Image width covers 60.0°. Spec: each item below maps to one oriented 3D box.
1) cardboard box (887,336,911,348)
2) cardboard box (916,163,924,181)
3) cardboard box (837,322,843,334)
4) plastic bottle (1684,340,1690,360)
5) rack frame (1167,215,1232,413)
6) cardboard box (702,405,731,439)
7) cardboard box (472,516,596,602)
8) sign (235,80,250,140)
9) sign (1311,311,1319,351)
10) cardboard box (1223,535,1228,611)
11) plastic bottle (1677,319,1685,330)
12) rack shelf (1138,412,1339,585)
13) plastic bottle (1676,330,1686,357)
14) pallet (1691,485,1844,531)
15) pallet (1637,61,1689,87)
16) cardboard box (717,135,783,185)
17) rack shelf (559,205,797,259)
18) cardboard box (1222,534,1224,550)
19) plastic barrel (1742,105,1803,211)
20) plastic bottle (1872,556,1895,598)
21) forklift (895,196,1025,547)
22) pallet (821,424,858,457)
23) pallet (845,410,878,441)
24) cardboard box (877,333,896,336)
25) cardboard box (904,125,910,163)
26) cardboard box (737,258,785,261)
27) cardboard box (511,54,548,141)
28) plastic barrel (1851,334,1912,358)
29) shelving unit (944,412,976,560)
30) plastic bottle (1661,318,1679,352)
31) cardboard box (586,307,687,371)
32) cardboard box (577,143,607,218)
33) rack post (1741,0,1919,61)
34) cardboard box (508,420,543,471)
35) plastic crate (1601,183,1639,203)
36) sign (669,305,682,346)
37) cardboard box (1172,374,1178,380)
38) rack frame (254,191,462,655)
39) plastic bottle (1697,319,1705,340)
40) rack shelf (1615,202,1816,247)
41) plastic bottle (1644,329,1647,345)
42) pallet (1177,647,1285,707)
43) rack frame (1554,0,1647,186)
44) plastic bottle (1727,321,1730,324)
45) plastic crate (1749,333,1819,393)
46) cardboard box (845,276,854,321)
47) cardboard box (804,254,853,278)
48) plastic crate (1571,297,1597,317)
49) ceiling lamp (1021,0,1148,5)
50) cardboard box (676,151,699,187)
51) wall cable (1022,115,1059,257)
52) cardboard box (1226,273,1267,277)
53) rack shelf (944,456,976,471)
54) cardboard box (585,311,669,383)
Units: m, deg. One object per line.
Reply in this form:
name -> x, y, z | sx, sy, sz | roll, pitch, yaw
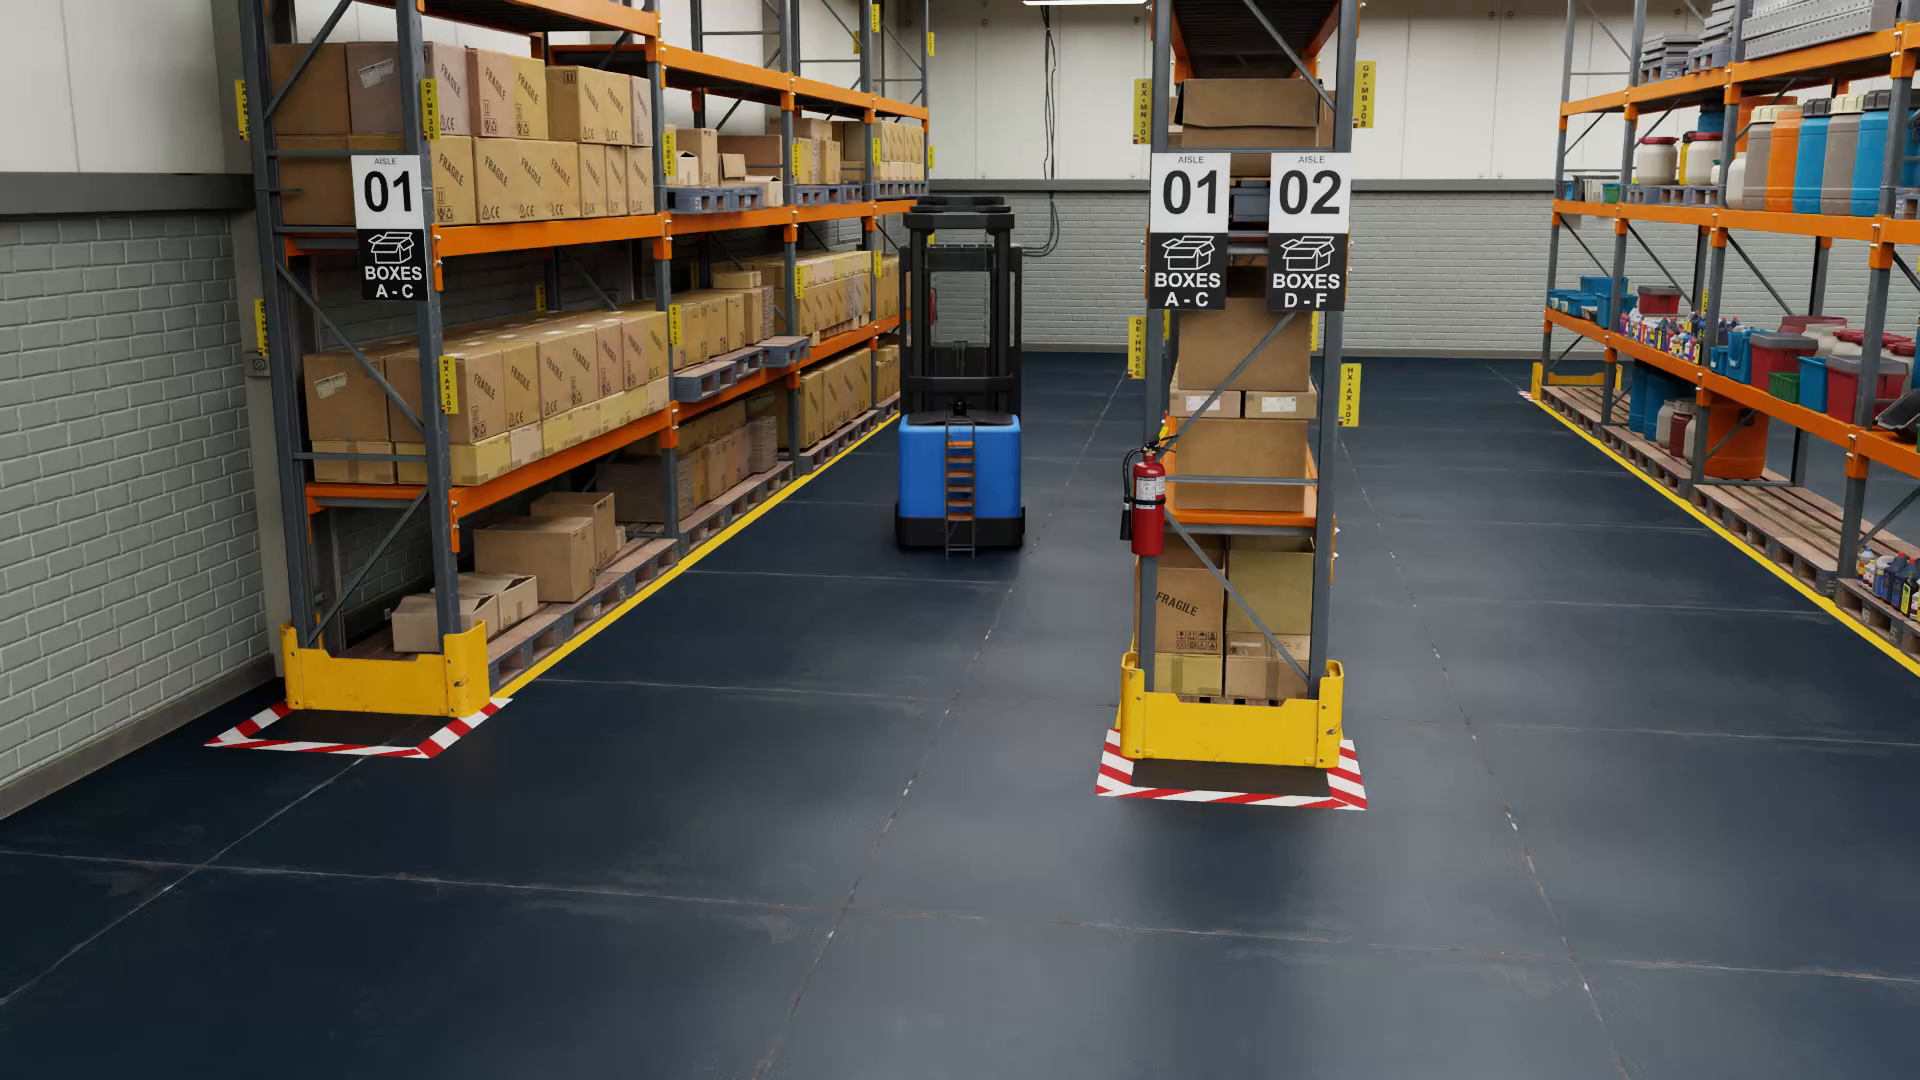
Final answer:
cardboard box -> -0.850, -2.865, 24.064 | 0.380, 0.149, 0.250 | 2, 12, 10
cardboard box -> -0.813, -5.285, 23.900 | 0.500, 0.250, 0.500 | 2, 12, 10
cardboard box -> -1.589, -2.511, 19.574 | 0.380, 0.149, 0.250 | 2, 12, 7
plastic bottle -> 7.323, -1.906, 16.687 | 0.097, 0.201, 0.097 | 0, 12, 0
rack frame -> 2.087, -1.142, 12.670 | 1.000, 3.000, 0.127 | 2, 12, 9
cardboard box -> -2.476, -1.118, 15.671 | 0.500, 0.250, 0.500 | 2, 12, 8
cardboard box -> -2.978, 0.127, 11.671 | 0.700, 0.500, 0.500 | 1, 12, 5
sign -> -3.969, -2.390, 9.241 | 0.100, 0.325, 0.005 | 2, 12, 9
sign -> 2.636, -1.586, 12.489 | 0.100, 0.325, 0.005 | 2, 12, 9
cardboard box -> 1.913, 0.150, 10.426 | 0.500, 0.500, 0.500 | 2, 12, 9
plastic bottle -> 8.344, -2.456, 19.242 | 0.097, 0.201, 0.097 | 0, 12, 0
rack shelf -> 1.779, -0.374, 10.814 | 1.077, 0.370, 4.000 | 2, 12, 9
plastic bottle -> 7.368, -2.001, 16.962 | 0.097, 0.271, 0.097 | 0, 12, 0
pallet -> 7.439, -0.290, 15.337 | 1.003, 0.211, 1.213 | 2, 12, 9
pallet -> 8.114, -5.117, 18.276 | 1.003, 0.211, 1.213 | 2, 12, 9
cardboard box -> -2.177, -3.965, 17.371 | 0.700, 0.500, 0.500 | 1, 12, 4
rack shelf -> -2.501, -2.832, 15.103 | 1.077, 0.370, 4.000 | 2, 12, 9
cardboard box -> 1.864, -0.098, 13.360 | 0.500, 0.250, 0.500 | 2, 12, 8
plastic barrel -> 7.255, -3.360, 14.656 | 0.600, 0.901, 0.600 | 0, 12, 0
plastic bottle -> 6.476, 0.256, 11.604 | 0.152, 0.276, 0.135 | 2, 12, 11
forklift -> 0.005, -1.631, 15.104 | 1.130, 2.935, 3.031 | 0, 12, 0
pallet -> -1.807, -1.186, 19.494 | 1.003, 0.211, 1.213 | 2, 12, 9
pallet -> -1.622, -1.440, 20.676 | 1.003, 0.211, 1.213 | 2, 12, 9
cardboard box -> -1.150, -2.983, 24.613 | 0.380, 0.149, 0.250 | 2, 12, 9
cardboard box -> -0.965, -5.439, 22.834 | 0.500, 0.500, 0.500 | 1, 12, 6
cardboard box -> -2.214, -3.022, 18.624 | 0.500, 0.250, 0.500 | 2, 12, 7
cardboard box -> -2.929, -2.765, 10.423 | 0.500, 0.500, 0.500 | 2, 12, 10
plastic barrel -> 7.458, -1.391, 13.508 | 0.433, 0.535, 0.433 | 0, 12, 0
shelving unit -> 0.002, -0.445, 13.708 | 0.258, 1.200, 0.189 | 0, 12, 0
plastic bottle -> 7.478, -2.157, 17.497 | 0.144, 0.351, 0.185 | 2, 12, 9
cardboard box -> -2.696, -1.670, 13.841 | 0.700, 0.500, 0.500 | 2, 12, 9
cardboard box -> -2.780, -2.492, 11.530 | 0.500, 0.500, 0.500 | 1, 12, 6
rack post -> 7.199, -4.423, 13.184 | 1.013, 1.000, 3.121 | 2, 12, 9
cardboard box -> -2.969, -0.605, 10.489 | 0.500, 0.250, 0.500 | 1, 12, 7
plastic crate -> 8.036, -4.230, 20.278 | 0.416, 0.233, 0.300 | 2, 12, 9
sign -> -2.271, -1.708, 13.246 | 0.100, 0.325, 0.005 | 2, 12, 9
cardboard box -> 1.420, -0.868, 9.626 | 0.380, 0.149, 0.250 | 2, 12, 8
rack frame -> -3.423, -0.469, 9.548 | 1.000, 3.000, 0.127 | 2, 12, 9
plastic bottle -> 8.210, -2.309, 18.395 | 0.097, 0.271, 0.097 | 0, 12, 0
rack shelf -> 7.904, -3.344, 17.477 | 1.077, 0.370, 4.000 | 2, 12, 9
plastic bottle -> 7.576, -2.248, 18.278 | 0.097, 0.201, 0.097 | 0, 12, 0
pallet -> 1.548, 0.894, 9.845 | 1.003, 0.211, 1.213 | 2, 12, 9
rack frame -> 8.826, -6.411, 22.881 | 1.000, 3.000, 0.127 | 2, 12, 9
plastic bottle -> 8.280, -2.235, 18.039 | 0.152, 0.276, 0.135 | 2, 12, 9
plastic crate -> 7.045, -1.518, 14.264 | 0.402, 0.464, 0.583 | 2, 12, 9
cardboard box -> -1.554, -2.856, 19.633 | 0.500, 0.500, 0.500 | 2, 12, 9
cardboard box -> -1.564, -3.219, 19.541 | 0.500, 0.250, 0.500 | 2, 12, 10
plastic crate -> 8.215, -3.048, 21.774 | 0.416, 0.233, 0.300 | 2, 12, 9
ceiling lamp -> 1.946, -10.062, 25.969 | 2.000, 3.185, 0.800 | 2, 12, 9
cardboard box -> -2.550, -3.169, 14.172 | 0.500, 0.311, 0.500 | 2, 12, 10
wall cable -> 0.260, -6.380, 30.107 | 3.097, 2.526, 0.112 | 2, 12, 9
cardboard box -> 1.871, -1.523, 11.122 | 0.700, 0.500, 0.500 | 2, 12, 9
rack shelf -> 0.002, -0.636, 13.667 | 0.258, 0.103, 0.180 | 0, 12, 0
cardboard box -> -2.575, -1.496, 12.843 | 0.500, 0.500, 0.500 | 2, 12, 9
